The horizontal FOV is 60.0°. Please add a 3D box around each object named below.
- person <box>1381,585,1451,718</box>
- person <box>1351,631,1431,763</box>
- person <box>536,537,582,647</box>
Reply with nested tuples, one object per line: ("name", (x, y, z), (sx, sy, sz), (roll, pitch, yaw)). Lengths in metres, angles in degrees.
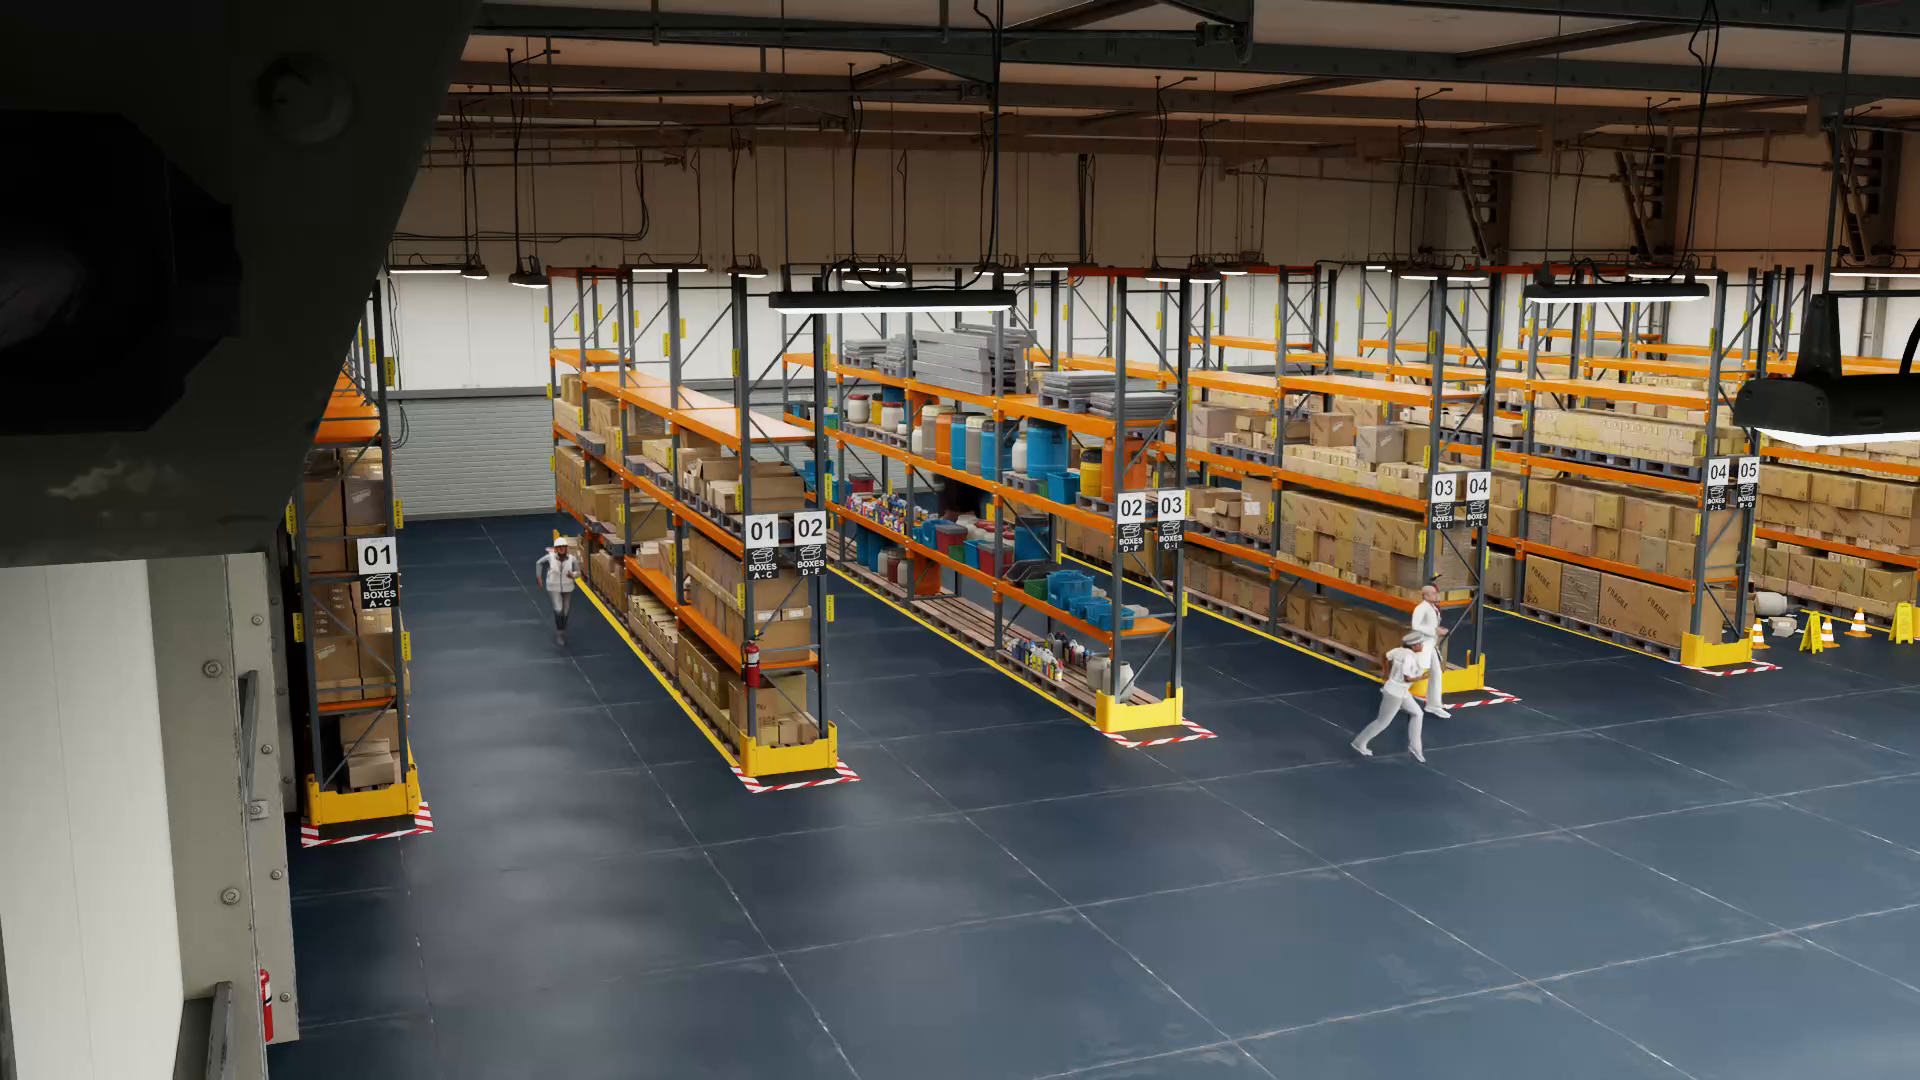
("person", (6.356, 1.505, 22.906), (0.975, 1.795, 0.718), (7, 12, 36))
("person", (5.368, 1.959, 20.701), (0.932, 1.698, 0.573), (2, 10, 12))
("person", (-6.455, 0.821, 26.855), (0.681, 1.779, 0.821), (-4, 11, -22))
